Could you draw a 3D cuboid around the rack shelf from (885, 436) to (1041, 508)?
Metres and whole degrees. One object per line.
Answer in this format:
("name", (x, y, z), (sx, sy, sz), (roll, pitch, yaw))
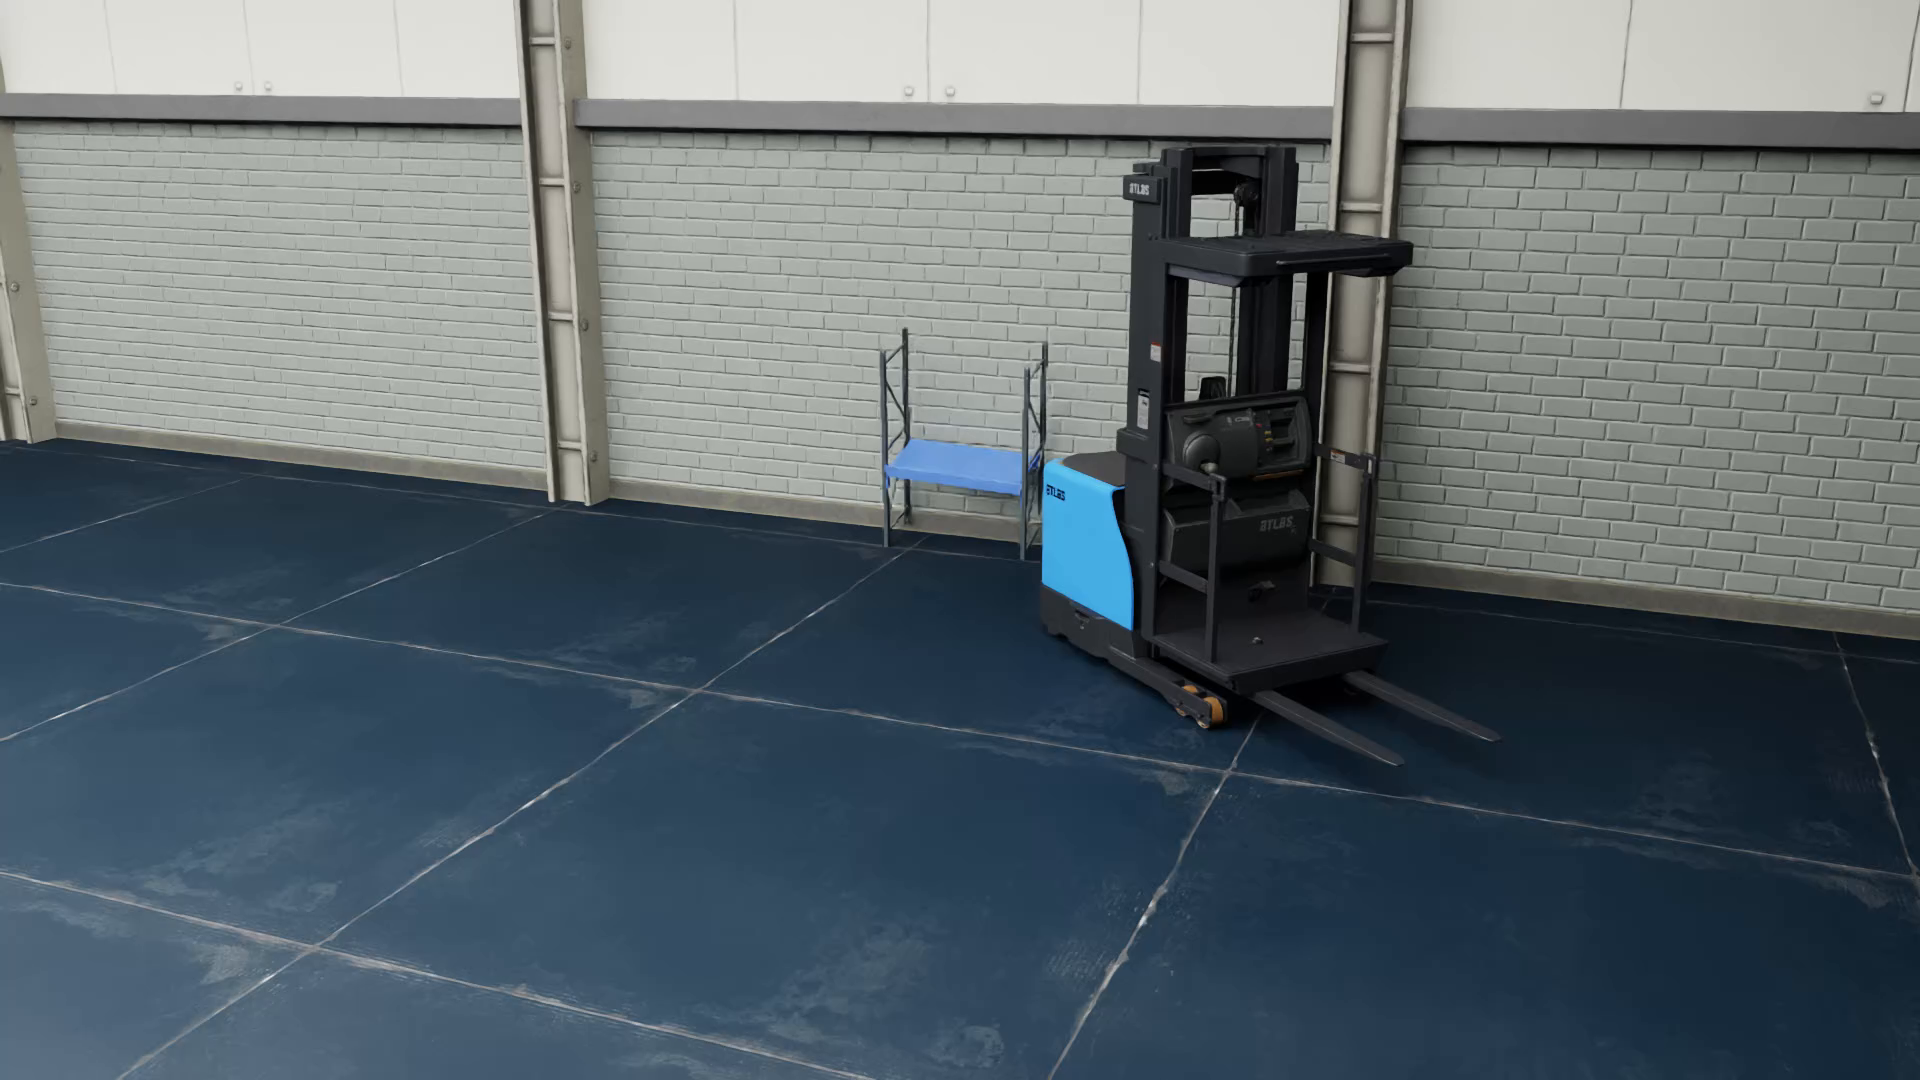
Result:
("rack shelf", (0.028, -0.488, 11.777), (1.000, 0.185, 0.538), (9, 29, 16))

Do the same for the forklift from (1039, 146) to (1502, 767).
("forklift", (1.620, -0.558, 8.838), (1.130, 2.935, 3.031), (-8, 18, -27))

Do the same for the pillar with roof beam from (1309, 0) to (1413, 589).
("pillar with roof beam", (0.965, -2.919, 6.088), (0.400, 9.000, 9.100), (6, 17, 21))

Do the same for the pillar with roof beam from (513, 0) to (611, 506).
("pillar with roof beam", (-4.617, -3.533, 8.202), (0.400, 9.000, 9.100), (6, 17, 21))

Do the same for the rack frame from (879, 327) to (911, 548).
("rack frame", (-0.456, -0.719, 11.830), (0.032, 1.500, 0.500), (9, 29, 16))

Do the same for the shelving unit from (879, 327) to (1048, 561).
("shelving unit", (0.028, -0.646, 11.693), (1.048, 1.500, 0.538), (9, 29, 16))

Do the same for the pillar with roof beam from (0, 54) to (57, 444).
("pillar with roof beam", (-10.198, -4.147, 10.316), (0.400, 9.000, 9.100), (6, 17, 21))

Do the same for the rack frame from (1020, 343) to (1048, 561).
("rack frame", (0.512, -0.574, 11.556), (0.032, 1.500, 0.500), (9, 29, 16))
